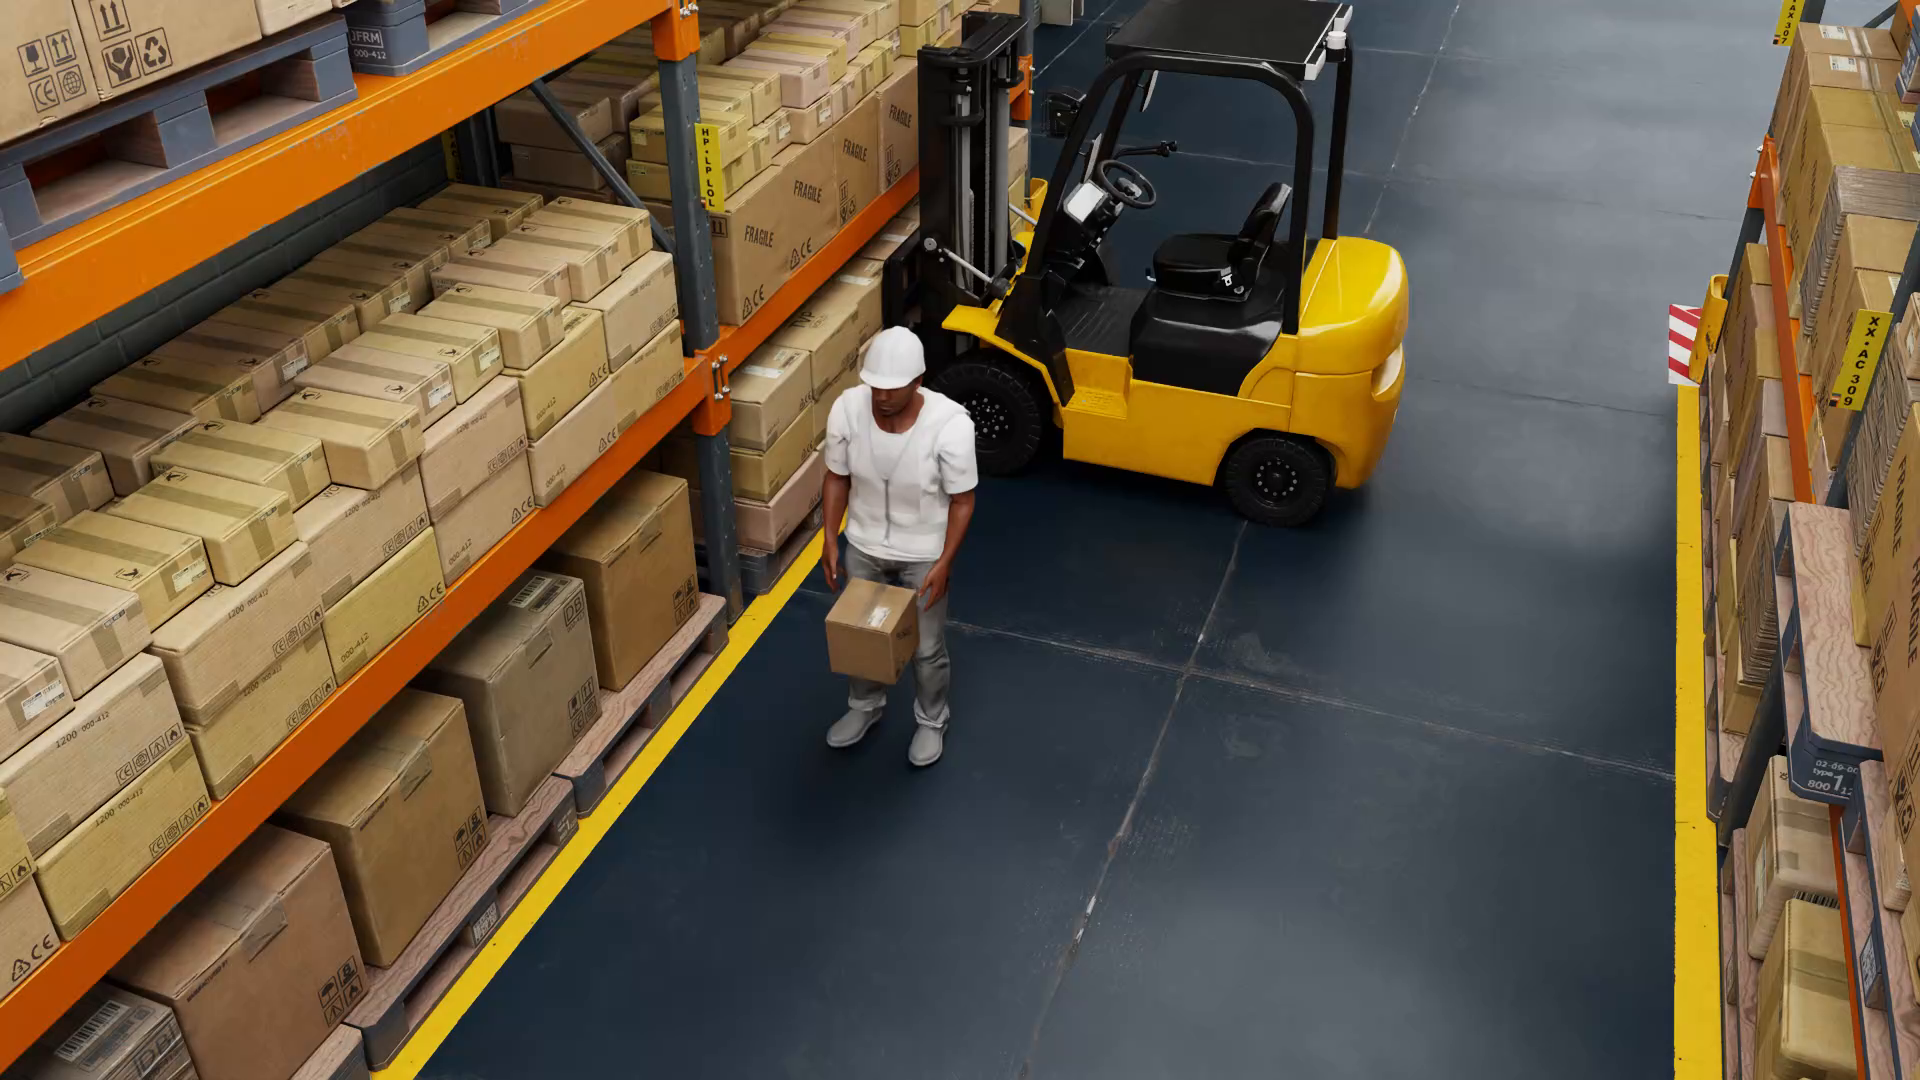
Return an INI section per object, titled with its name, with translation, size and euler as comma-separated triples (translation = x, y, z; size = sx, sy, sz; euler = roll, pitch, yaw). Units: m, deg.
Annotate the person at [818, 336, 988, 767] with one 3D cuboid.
[person]
translation = -0.217, 0.040, 6.063
size = 0.633, 1.759, 0.459
euler = 10, 34, 15
